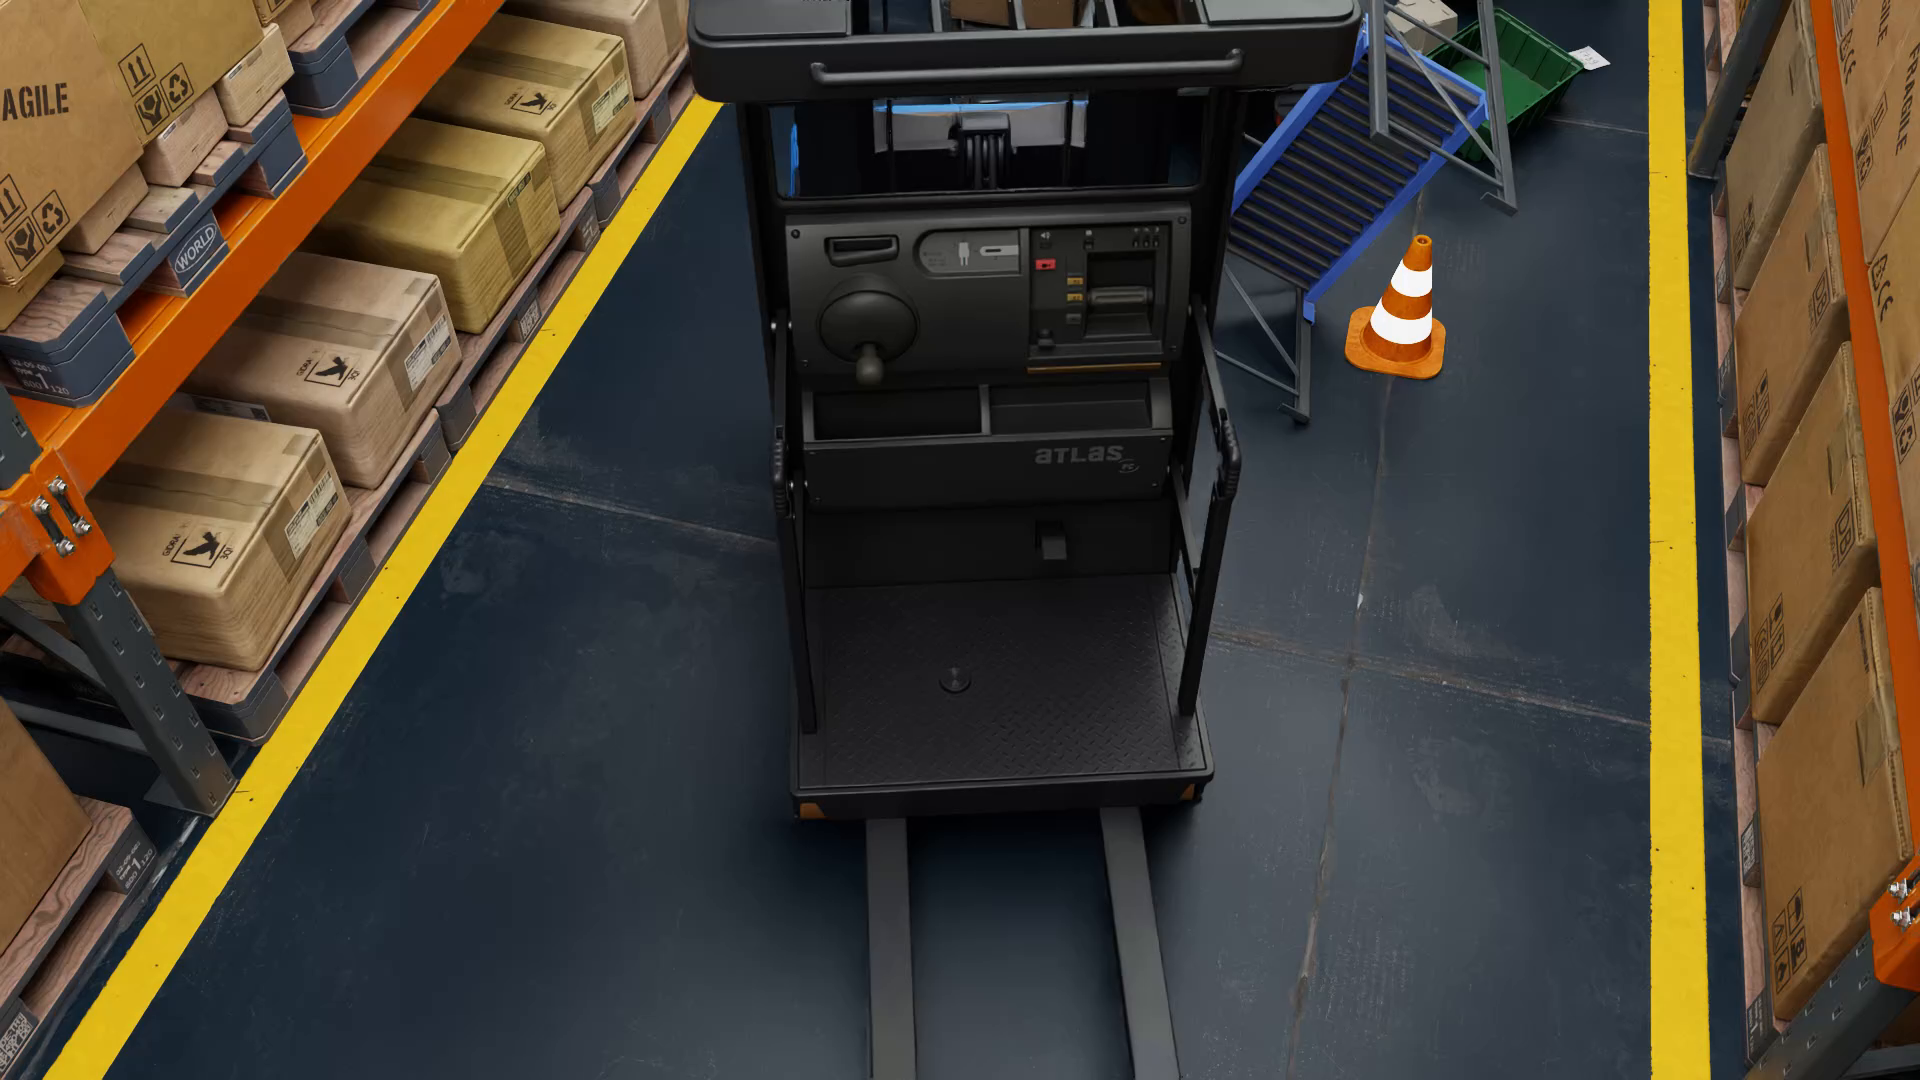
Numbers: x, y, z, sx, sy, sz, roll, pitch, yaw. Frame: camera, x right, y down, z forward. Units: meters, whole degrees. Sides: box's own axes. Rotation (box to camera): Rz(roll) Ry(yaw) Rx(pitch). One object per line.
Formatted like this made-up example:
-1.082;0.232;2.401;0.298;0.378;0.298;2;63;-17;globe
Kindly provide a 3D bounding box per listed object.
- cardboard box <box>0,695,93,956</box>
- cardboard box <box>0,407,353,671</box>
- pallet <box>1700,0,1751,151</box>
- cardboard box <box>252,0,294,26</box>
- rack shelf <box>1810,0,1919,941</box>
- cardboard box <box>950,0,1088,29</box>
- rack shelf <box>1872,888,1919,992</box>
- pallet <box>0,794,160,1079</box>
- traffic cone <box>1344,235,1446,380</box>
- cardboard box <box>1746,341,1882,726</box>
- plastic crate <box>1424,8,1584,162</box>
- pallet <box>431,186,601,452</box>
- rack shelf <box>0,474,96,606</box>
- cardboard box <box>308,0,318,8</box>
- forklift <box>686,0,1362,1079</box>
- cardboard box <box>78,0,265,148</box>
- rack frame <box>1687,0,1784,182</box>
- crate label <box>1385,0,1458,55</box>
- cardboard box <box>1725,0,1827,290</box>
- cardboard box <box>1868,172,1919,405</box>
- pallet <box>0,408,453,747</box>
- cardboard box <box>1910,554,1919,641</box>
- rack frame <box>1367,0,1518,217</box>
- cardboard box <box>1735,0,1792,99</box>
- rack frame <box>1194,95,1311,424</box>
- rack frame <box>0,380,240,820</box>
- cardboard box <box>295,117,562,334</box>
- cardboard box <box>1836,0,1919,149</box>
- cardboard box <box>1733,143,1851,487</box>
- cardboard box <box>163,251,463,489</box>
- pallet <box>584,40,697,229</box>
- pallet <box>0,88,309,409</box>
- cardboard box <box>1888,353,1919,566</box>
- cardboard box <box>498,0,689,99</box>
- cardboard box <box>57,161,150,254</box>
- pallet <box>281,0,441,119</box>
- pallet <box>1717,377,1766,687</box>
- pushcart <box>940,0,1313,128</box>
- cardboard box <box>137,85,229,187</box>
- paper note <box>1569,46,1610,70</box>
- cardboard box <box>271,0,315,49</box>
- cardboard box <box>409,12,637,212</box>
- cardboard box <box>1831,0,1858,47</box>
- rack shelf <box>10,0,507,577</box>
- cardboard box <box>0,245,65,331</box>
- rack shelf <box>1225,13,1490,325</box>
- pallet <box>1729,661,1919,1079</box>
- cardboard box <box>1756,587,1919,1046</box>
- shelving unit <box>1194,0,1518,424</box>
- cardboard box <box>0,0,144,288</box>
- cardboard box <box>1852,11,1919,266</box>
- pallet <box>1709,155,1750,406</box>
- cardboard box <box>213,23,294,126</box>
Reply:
-2.774;0.680;3.786;0.875;0.875;0.875;11;50;10;cardboard box
-2.354;-0.043;4.760;0.950;0.372;0.625;9;49;7;cardboard box
3.618;-1.968;6.847;1.003;0.211;1.213;12;50;10;pallet
-1.907;-1.681;4.188;0.500;0.500;0.500;12;50;11;cardboard box
2.816;-0.672;4.322;1.077;0.370;4.000;12;50;10;rack shelf
0.266;-2.354;6.489;0.500;0.500;0.500;12;50;10;cardboard box
1.763;2.221;1.769;1.077;0.370;4.000;12;50;10;rack shelf
-2.792;1.111;4.129;1.003;0.211;1.213;12;50;10;pallet
1.533;-0.845;5.687;0.336;0.463;0.334;12;50;10;traffic cone
2.764;0.086;4.394;1.050;0.750;0.750;12;50;11;cardboard box
2.124;-1.829;6.701;0.662;0.188;0.450;-37;68;-28;plastic crate
-1.982;-0.889;5.894;1.003;0.211;1.213;12;50;10;pallet
-3.039;1.318;2.566;1.077;0.370;4.000;12;50;10;rack shelf
-1.907;-1.605;4.553;0.380;0.149;0.250;13;50;12;cardboard box
0.084;-0.466;3.706;1.130;2.935;3.031;-3;49;-2;forklift
-2.040;-1.296;3.848;0.500;0.500;0.500;14;50;12;cardboard box
3.343;-2.357;5.329;1.000;3.000;0.127;12;50;10;rack frame
1.973;-2.209;7.108;0.298;0.136;0.250;-19;51;-16;crate label
3.266;-1.284;5.603;1.050;0.750;0.750;11;50;10;cardboard box
2.414;-0.597;3.710;0.500;0.500;0.500;11;49;9;cardboard box
-2.305;-0.009;5.117;1.003;0.211;1.213;12;50;10;pallet
2.149;0.125;3.073;0.500;0.500;0.500;12;50;10;cardboard box
1.503;-1.605;5.270;0.500;0.032;1.500;24;47;-14;rack frame
3.576;-2.234;6.358;0.875;0.875;0.875;12;50;11;cardboard box
1.052;-1.054;5.995;0.500;0.032;1.500;24;47;-14;rack frame
-2.512;-0.367;3.573;1.000;3.000;0.127;12;50;10;rack frame
-1.962;-1.126;5.716;0.950;0.372;0.625;13;50;11;cardboard box
2.678;-1.336;4.362;0.500;0.500;0.500;11;50;10;cardboard box
3.008;-0.587;4.988;1.050;0.750;0.750;12;50;10;cardboard box
-2.167;-0.579;5.233;0.950;0.372;0.625;11;49;9;cardboard box
-1.663;-1.774;6.675;1.003;0.211;1.213;12;50;10;pallet
-2.427;-0.840;4.119;1.213;0.211;1.003;12;50;10;pallet
2.282;-0.236;3.391;0.500;0.500;0.500;12;50;10;cardboard box
-1.595;-2.150;6.619;0.950;0.372;0.625;12;50;11;cardboard box
-2.141;-0.819;3.860;0.380;0.149;0.250;9;49;8;cardboard box
-2.031;-1.744;4.916;1.003;0.211;1.213;12;50;10;pallet
2.893;0.024;5.088;1.003;0.211;1.213;12;50;10;pallet
0.753;-1.979;6.745;1.648;0.377;0.936;-4;49;-3;pushcart
-2.024;-1.008;4.026;0.380;0.149;0.250;9;49;8;cardboard box
2.646;-2.039;7.029;0.147;0.020;0.142;-19;51;-16;paper note
-1.944;-1.393;4.366;0.380;0.149;0.250;14;50;12;cardboard box
-1.781;-1.629;6.160;0.950;0.372;0.625;14;50;12;cardboard box
2.812;-1.697;4.680;0.500;0.500;0.500;12;50;10;cardboard box
-1.986;-1.576;5.120;1.077;0.370;4.000;12;50;10;rack shelf
-2.247;-0.621;3.685;0.380;0.149;0.250;9;49;8;cardboard box
1.251;-1.196;5.515;0.538;1.000;0.185;24;47;-14;rack shelf
2.570;0.904;4.311;1.003;0.211;1.213;12;50;10;pallet
2.537;0.719;3.835;1.050;0.750;0.750;11;49;10;cardboard box
1.278;-1.329;5.633;0.538;1.048;1.500;24;47;-14;shelving unit
-2.171;-0.917;3.514;0.500;0.500;0.500;10;49;9;cardboard box
2.544;-0.969;4.038;0.500;0.500;0.500;12;50;11;cardboard box
3.212;-0.861;5.869;1.003;0.211;1.213;12;50;10;pallet
-1.932;-1.203;4.198;0.380;0.149;0.250;12;50;10;cardboard box
